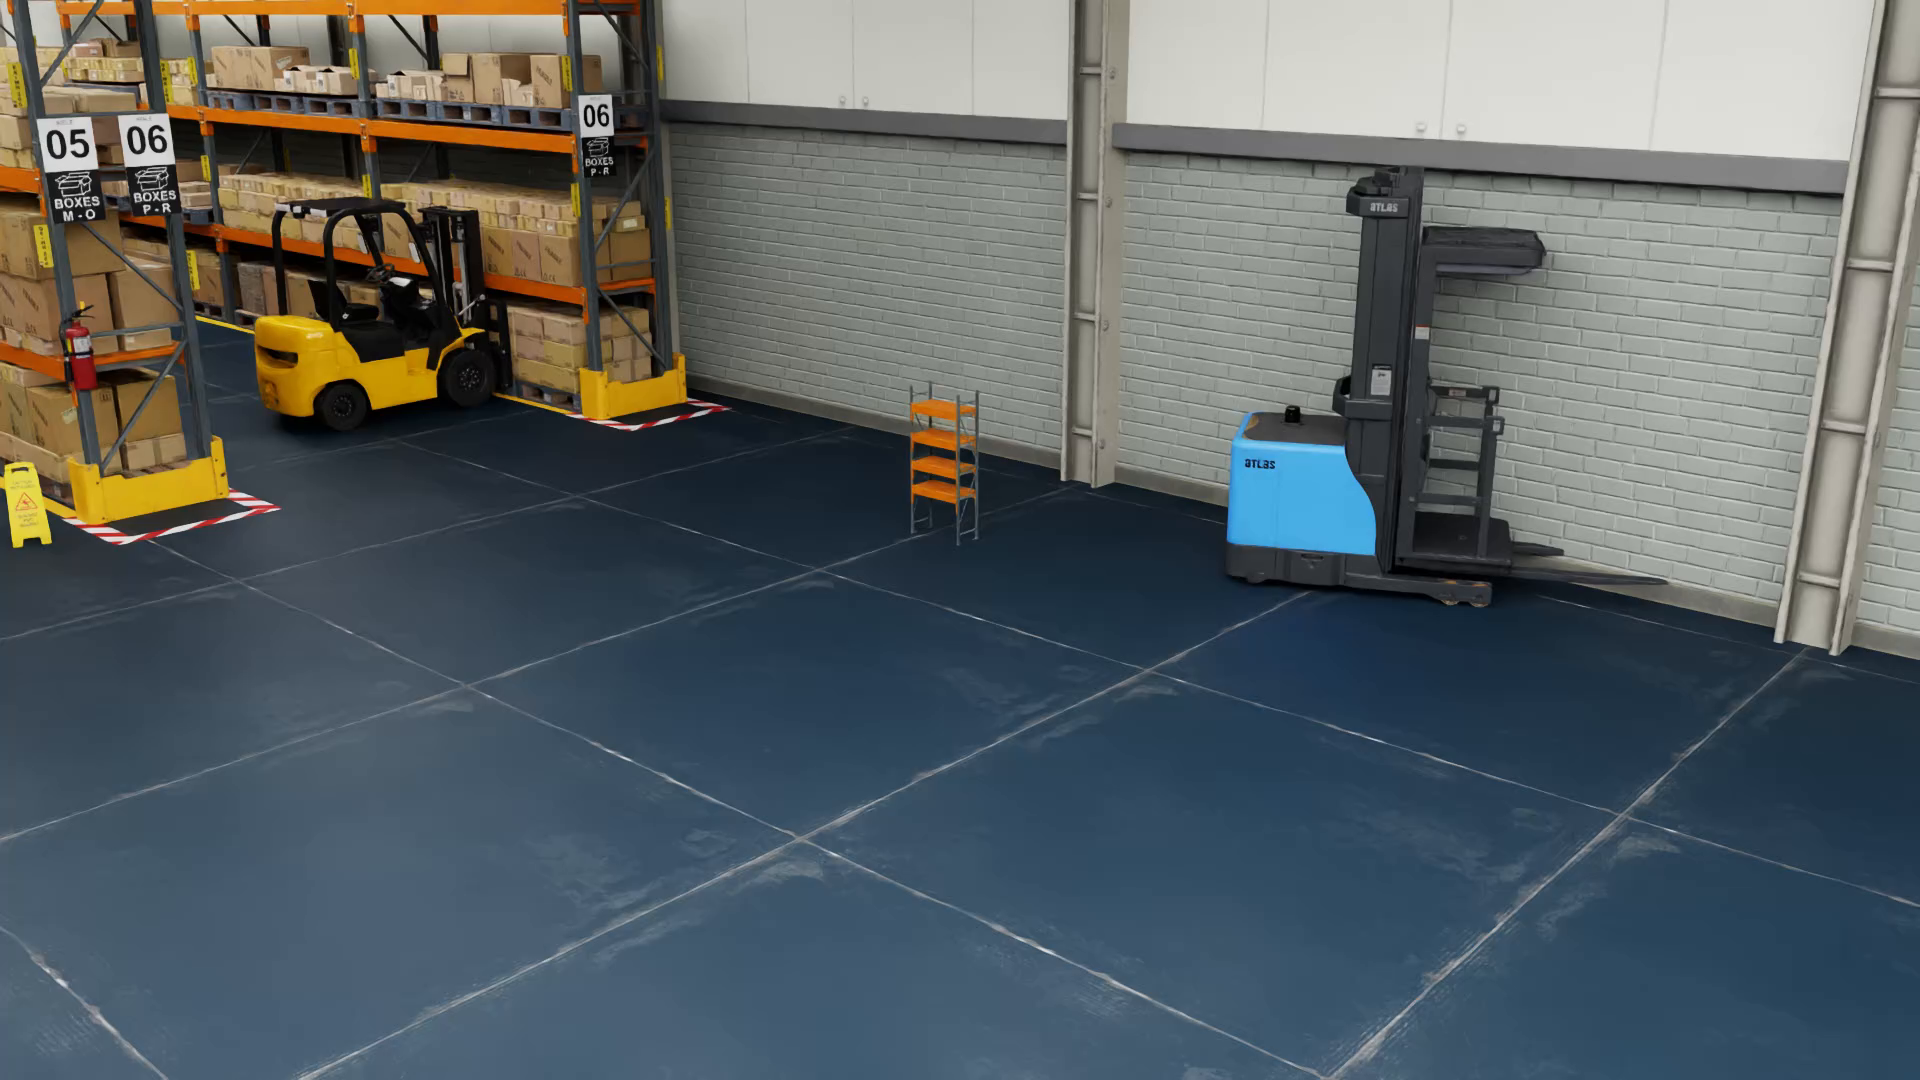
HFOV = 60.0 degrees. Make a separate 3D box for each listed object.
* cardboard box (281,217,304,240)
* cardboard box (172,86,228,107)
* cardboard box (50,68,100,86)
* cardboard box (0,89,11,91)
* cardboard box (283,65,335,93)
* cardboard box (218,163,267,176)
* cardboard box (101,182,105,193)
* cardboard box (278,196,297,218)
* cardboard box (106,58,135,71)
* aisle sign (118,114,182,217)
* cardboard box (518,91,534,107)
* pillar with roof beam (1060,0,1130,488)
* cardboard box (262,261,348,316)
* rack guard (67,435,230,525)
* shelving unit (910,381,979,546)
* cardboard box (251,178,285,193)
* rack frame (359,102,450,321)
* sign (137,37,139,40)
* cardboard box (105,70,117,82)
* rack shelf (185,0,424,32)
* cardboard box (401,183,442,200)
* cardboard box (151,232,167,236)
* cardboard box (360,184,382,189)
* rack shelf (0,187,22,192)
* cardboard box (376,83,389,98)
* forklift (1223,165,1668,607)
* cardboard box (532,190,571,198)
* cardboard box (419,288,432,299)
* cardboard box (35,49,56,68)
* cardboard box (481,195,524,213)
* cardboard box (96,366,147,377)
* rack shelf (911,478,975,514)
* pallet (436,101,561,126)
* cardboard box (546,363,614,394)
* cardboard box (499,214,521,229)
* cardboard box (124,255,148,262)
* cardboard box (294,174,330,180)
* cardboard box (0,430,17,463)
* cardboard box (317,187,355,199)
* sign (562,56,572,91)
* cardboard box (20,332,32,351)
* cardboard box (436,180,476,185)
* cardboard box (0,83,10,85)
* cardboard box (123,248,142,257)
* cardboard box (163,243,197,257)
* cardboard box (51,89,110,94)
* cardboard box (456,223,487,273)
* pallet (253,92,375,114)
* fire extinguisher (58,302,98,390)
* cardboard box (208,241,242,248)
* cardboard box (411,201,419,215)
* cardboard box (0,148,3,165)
[{"bbox_3d":[-8.091,-3.901,20.692,0.500,0.250,0.500,16,24,41],"label":"cardboard box"},{"bbox_3d":[-9.955,-5.832,21.817,0.500,0.250,0.500,14,22,37],"label":"cardboard box"},{"bbox_3d":[-12.929,-6.769,24.278,0.500,0.250,0.500,15,23,39],"label":"cardboard box"},{"bbox_3d":[-8.050,-3.666,13.842,0.250,0.149,0.380,14,22,38],"label":"cardboard box"},{"bbox_3d":[-7.695,-5.501,19.817,0.500,0.311,0.500,14,22,37],"label":"cardboard box"},{"bbox_3d":[-9.691,-4.812,22.455,0.500,0.500,0.500,16,24,42],"label":"cardboard box"},{"bbox_3d":[-12.188,-5.328,24.083,0.500,0.500,0.700,16,23,41],"label":"cardboard box"},{"bbox_3d":[-8.088,-4.141,20.622,0.500,0.250,0.500,15,23,40],"label":"cardboard box"},{"bbox_3d":[-11.460,-6.526,22.820,0.250,0.149,0.380,15,23,40],"label":"cardboard box"},{"bbox_3d":[-6.466,-2.992,13.283,0.004,0.787,0.394,15,23,39],"label":"aisle sign"},{"bbox_3d":[-4.248,-4.474,16.848,0.250,0.149,0.380,14,22,38],"label":"cardboard box"},{"bbox_3d":[-1.719,-3.843,10.346,0.400,9.000,9.100,15,23,39],"label":"pillar with roof beam"},{"bbox_3d":[-8.458,-3.236,21.580,0.625,0.625,0.875,16,24,41],"label":"cardboard box"},{"bbox_3d":[-6.775,-0.519,13.920,0.348,0.500,1.175,15,23,39],"label":"rack guard"},{"bbox_3d":[-0.124,-0.605,13.035,0.503,1.200,0.258,15,23,39],"label":"shelving unit"},{"bbox_3d":[-8.753,-4.503,21.103,0.250,0.149,0.380,15,23,40],"label":"cardboard box"},{"bbox_3d":[-6.418,-3.622,19.566,0.127,3.000,1.000,15,23,39],"label":"rack frame"},{"bbox_3d":[-12.036,-7.218,24.434,0.005,0.325,0.100,15,23,39],"label":"sign"},{"bbox_3d":[-11.493,-6.379,22.849,0.250,0.149,0.380,16,23,41],"label":"cardboard box"},{"bbox_3d":[-7.914,-6.350,20.093,4.000,0.370,1.077,15,23,39],"label":"rack shelf"},{"bbox_3d":[-6.109,-3.961,18.906,0.250,0.149,0.380,15,23,40],"label":"cardboard box"},{"bbox_3d":[-11.735,-4.486,24.654,0.250,0.149,0.380,15,23,39],"label":"cardboard box"},{"bbox_3d":[-7.095,-4.261,20.340,0.250,0.149,0.380,15,23,39],"label":"cardboard box"},{"bbox_3d":[-13.897,-5.287,26.001,4.000,0.370,1.077,15,23,39],"label":"rack shelf"},{"bbox_3d":[-6.284,-5.021,18.571,0.250,0.149,0.380,16,23,40],"label":"cardboard box"},{"bbox_3d":[3.499,-1.104,11.746,3.031,2.935,1.130,5,18,15],"label":"forklift"},{"bbox_3d":[-4.436,-3.719,18.141,0.250,0.149,0.380,14,23,38],"label":"cardboard box"},{"bbox_3d":[-5.889,-2.715,18.907,0.500,0.250,0.500,15,23,39],"label":"cardboard box"},{"bbox_3d":[-13.324,-7.113,24.538,0.500,0.250,0.500,15,23,38],"label":"cardboard box"},{"bbox_3d":[-4.855,-3.575,17.689,0.250,0.149,0.380,16,23,40],"label":"cardboard box"},{"bbox_3d":[-7.550,-1.275,14.783,0.500,0.500,0.500,14,22,37],"label":"cardboard box"},{"bbox_3d":[-0.124,-0.352,13.115,0.480,0.148,0.258,15,23,39],"label":"rack shelf"},{"bbox_3d":[-4.855,-4.599,17.832,1.213,0.211,1.003,15,23,39],"label":"pallet"},{"bbox_3d":[-3.987,-1.731,17.460,0.500,0.250,0.500,15,23,40],"label":"cardboard box"},{"bbox_3d":[-4.645,-3.388,17.590,0.250,0.149,0.380,14,22,38],"label":"cardboard box"},{"bbox_3d":[-7.278,-2.146,14.257,0.500,0.500,0.500,16,24,41],"label":"cardboard box"},{"bbox_3d":[-8.379,-4.636,21.523,0.250,0.149,0.380,14,23,38],"label":"cardboard box"},{"bbox_3d":[-8.279,-0.896,14.827,0.500,0.250,0.500,14,22,37],"label":"cardboard box"},{"bbox_3d":[-7.459,-4.129,19.925,0.250,0.149,0.380,14,22,38],"label":"cardboard box"},{"bbox_3d":[-3.797,-4.513,16.081,0.005,0.325,0.100,15,23,39],"label":"sign"},{"bbox_3d":[-7.581,-1.684,13.875,0.250,0.149,0.380,15,23,38],"label":"cardboard box"},{"bbox_3d":[-5.819,-4.065,19.233,0.250,0.149,0.380,14,23,38],"label":"cardboard box"},{"bbox_3d":[-8.666,-4.044,15.035,0.250,0.149,0.380,16,24,41],"label":"cardboard box"},{"bbox_3d":[-11.784,-3.984,24.145,0.500,0.500,0.500,15,23,39],"label":"cardboard box"},{"bbox_3d":[-10.920,-4.058,23.304,0.250,0.149,0.380,14,22,37],"label":"cardboard box"},{"bbox_3d":[-7.332,-3.681,13.890,0.250,0.149,0.380,15,23,39],"label":"cardboard box"},{"bbox_3d":[-5.117,-3.213,18.113,0.500,0.500,0.500,15,23,40],"label":"cardboard box"},{"bbox_3d":[-8.004,-5.425,20.600,1.213,0.211,1.003,16,24,42],"label":"pallet"},{"bbox_3d":[-6.938,-1.531,13.105,0.183,0.674,0.296,15,23,39],"label":"fire extinguisher"},{"bbox_3d":[-10.382,-4.127,23.521,0.250,0.149,0.380,14,23,38],"label":"cardboard box"},{"bbox_3d":[-5.946,-3.758,18.756,0.250,0.149,0.380,15,23,39],"label":"cardboard box"},{"bbox_3d":[-7.555,-3.117,13.431,0.250,0.149,0.380,16,24,41],"label":"cardboard box"}]
